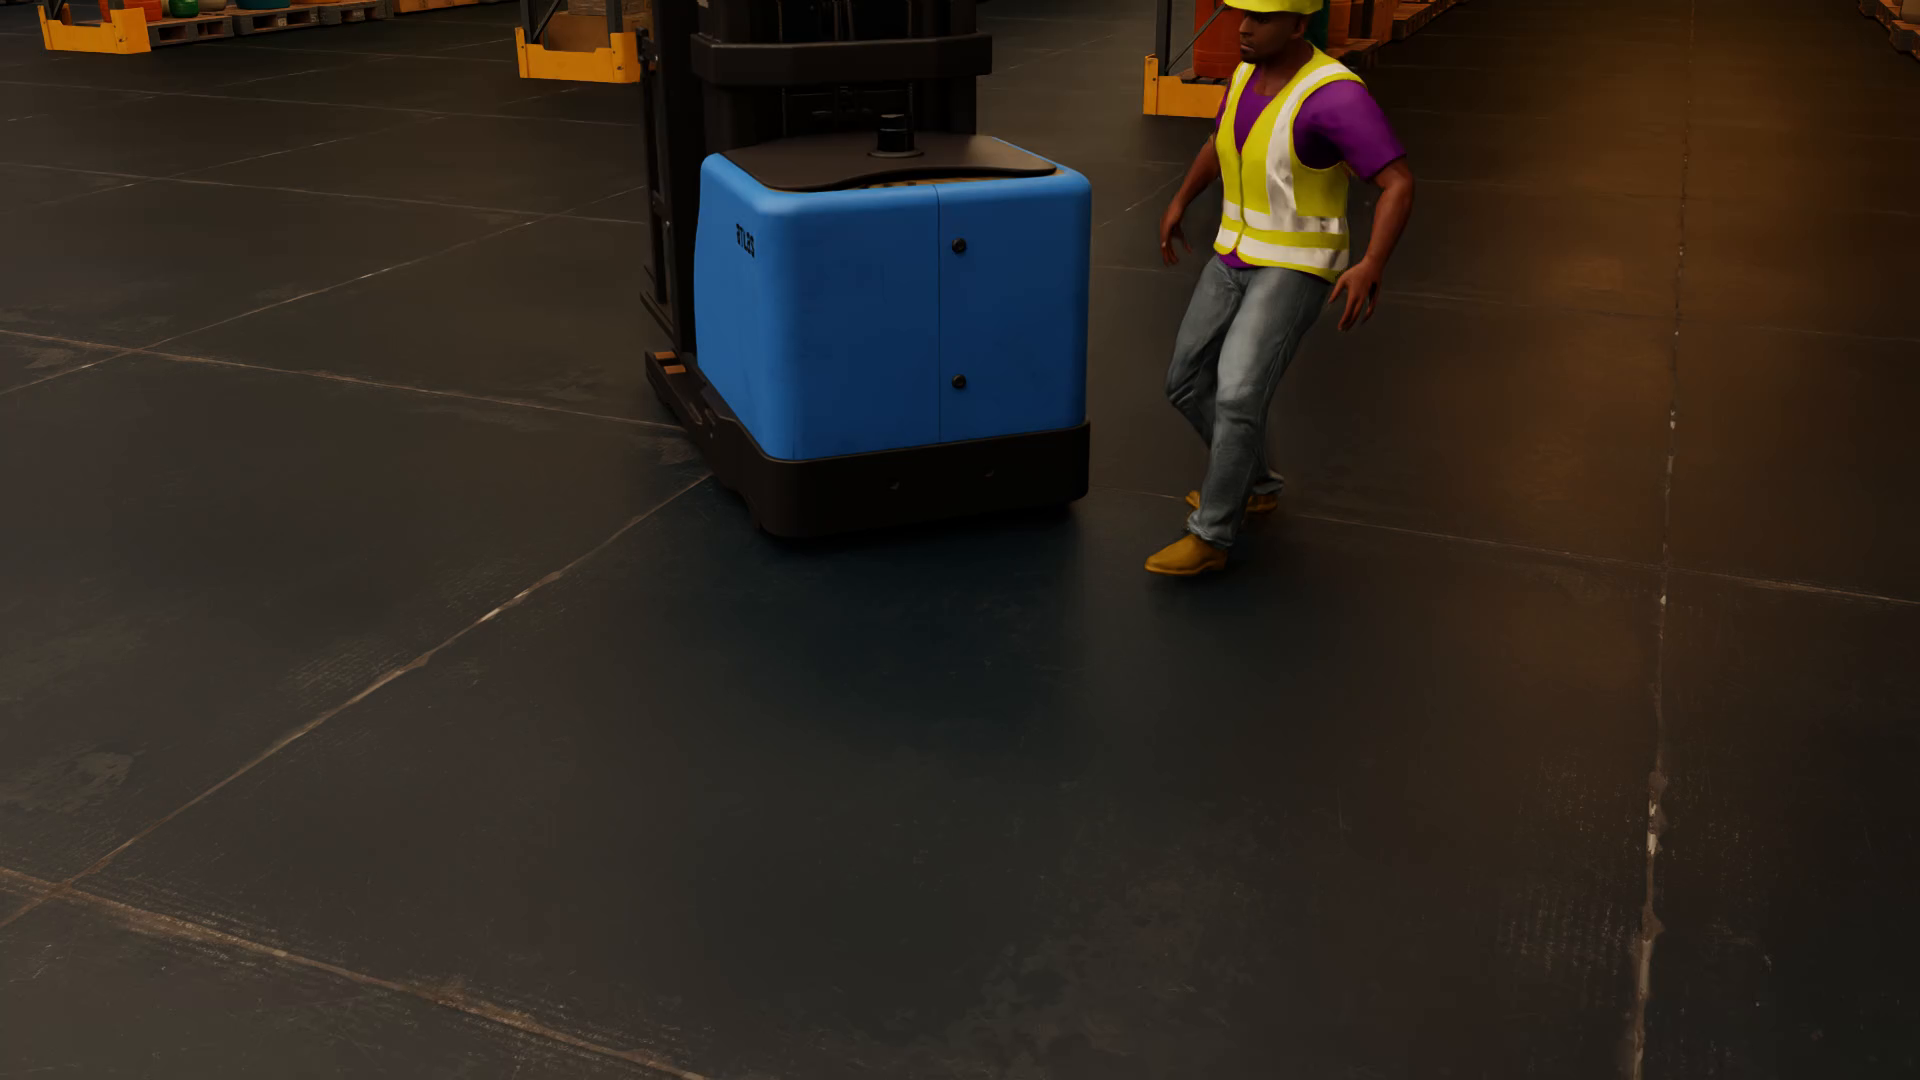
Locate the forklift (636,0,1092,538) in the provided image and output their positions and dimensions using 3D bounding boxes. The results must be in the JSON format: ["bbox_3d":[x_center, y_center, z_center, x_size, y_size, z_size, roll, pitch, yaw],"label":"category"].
[{"bbox_3d":[-0.580,-1.897,5.830,1.130,2.935,3.031,-8,24,-19],"label":"forklift"}]

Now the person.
[{"bbox_3d":[0.753,-0.779,4.734,0.717,1.679,0.943,-10,25,-23],"label":"person"}]
